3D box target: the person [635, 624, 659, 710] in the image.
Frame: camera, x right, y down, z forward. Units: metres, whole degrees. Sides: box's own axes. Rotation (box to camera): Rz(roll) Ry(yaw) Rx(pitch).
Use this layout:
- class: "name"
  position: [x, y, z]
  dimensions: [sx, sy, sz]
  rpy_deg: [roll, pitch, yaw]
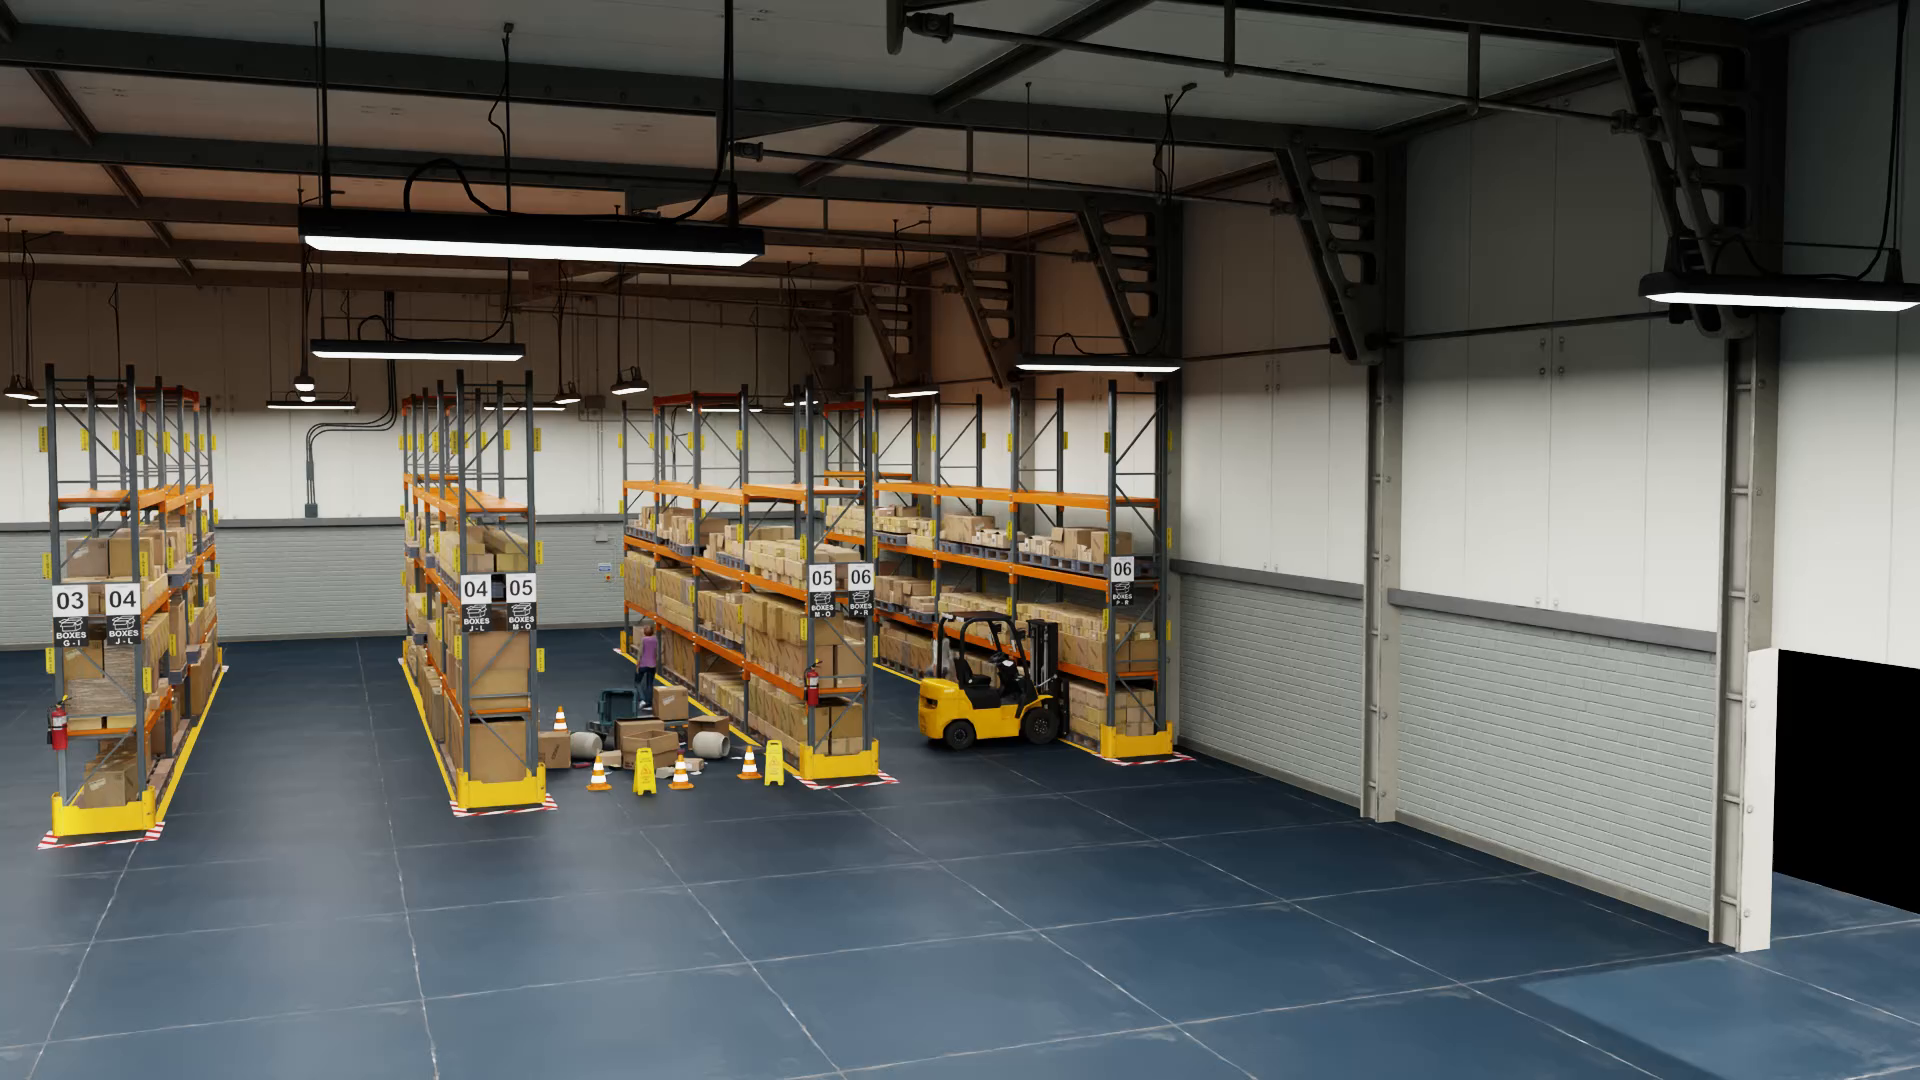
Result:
- class: "person"
  position: [-5.857, 2.380, 31.067]
  dimensions: [0.484, 1.598, 0.355]
  rpy_deg: [-2, 4, -27]

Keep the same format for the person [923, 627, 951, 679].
- class: "person"
  position: [-0.353, 2.269, 30.470]
  dimensions: [0.451, 1.407, 0.686]
  rpy_deg: [-2, 4, -35]
